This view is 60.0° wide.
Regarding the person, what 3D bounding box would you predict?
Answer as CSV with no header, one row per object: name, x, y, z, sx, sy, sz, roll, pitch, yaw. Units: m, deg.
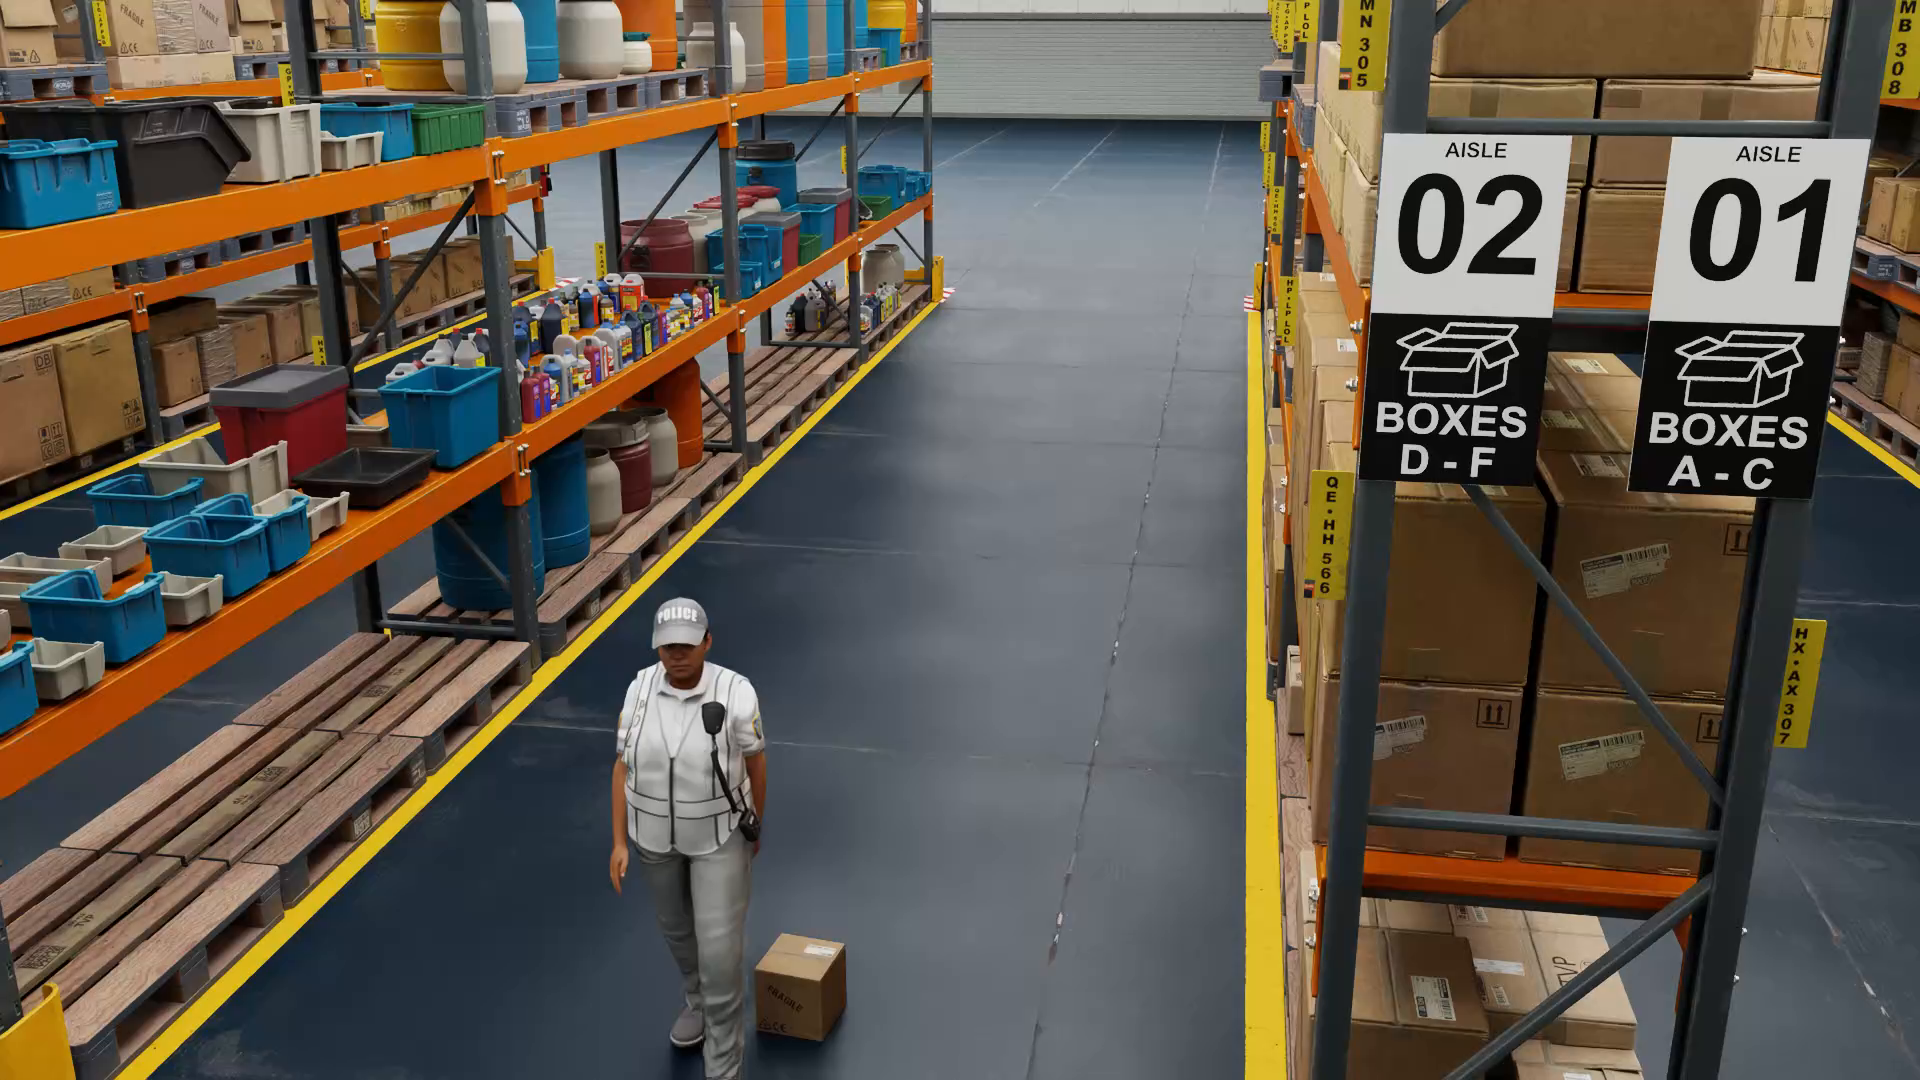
person,-0.900,1.029,5.441,0.478,1.717,0.670,3,18,10
